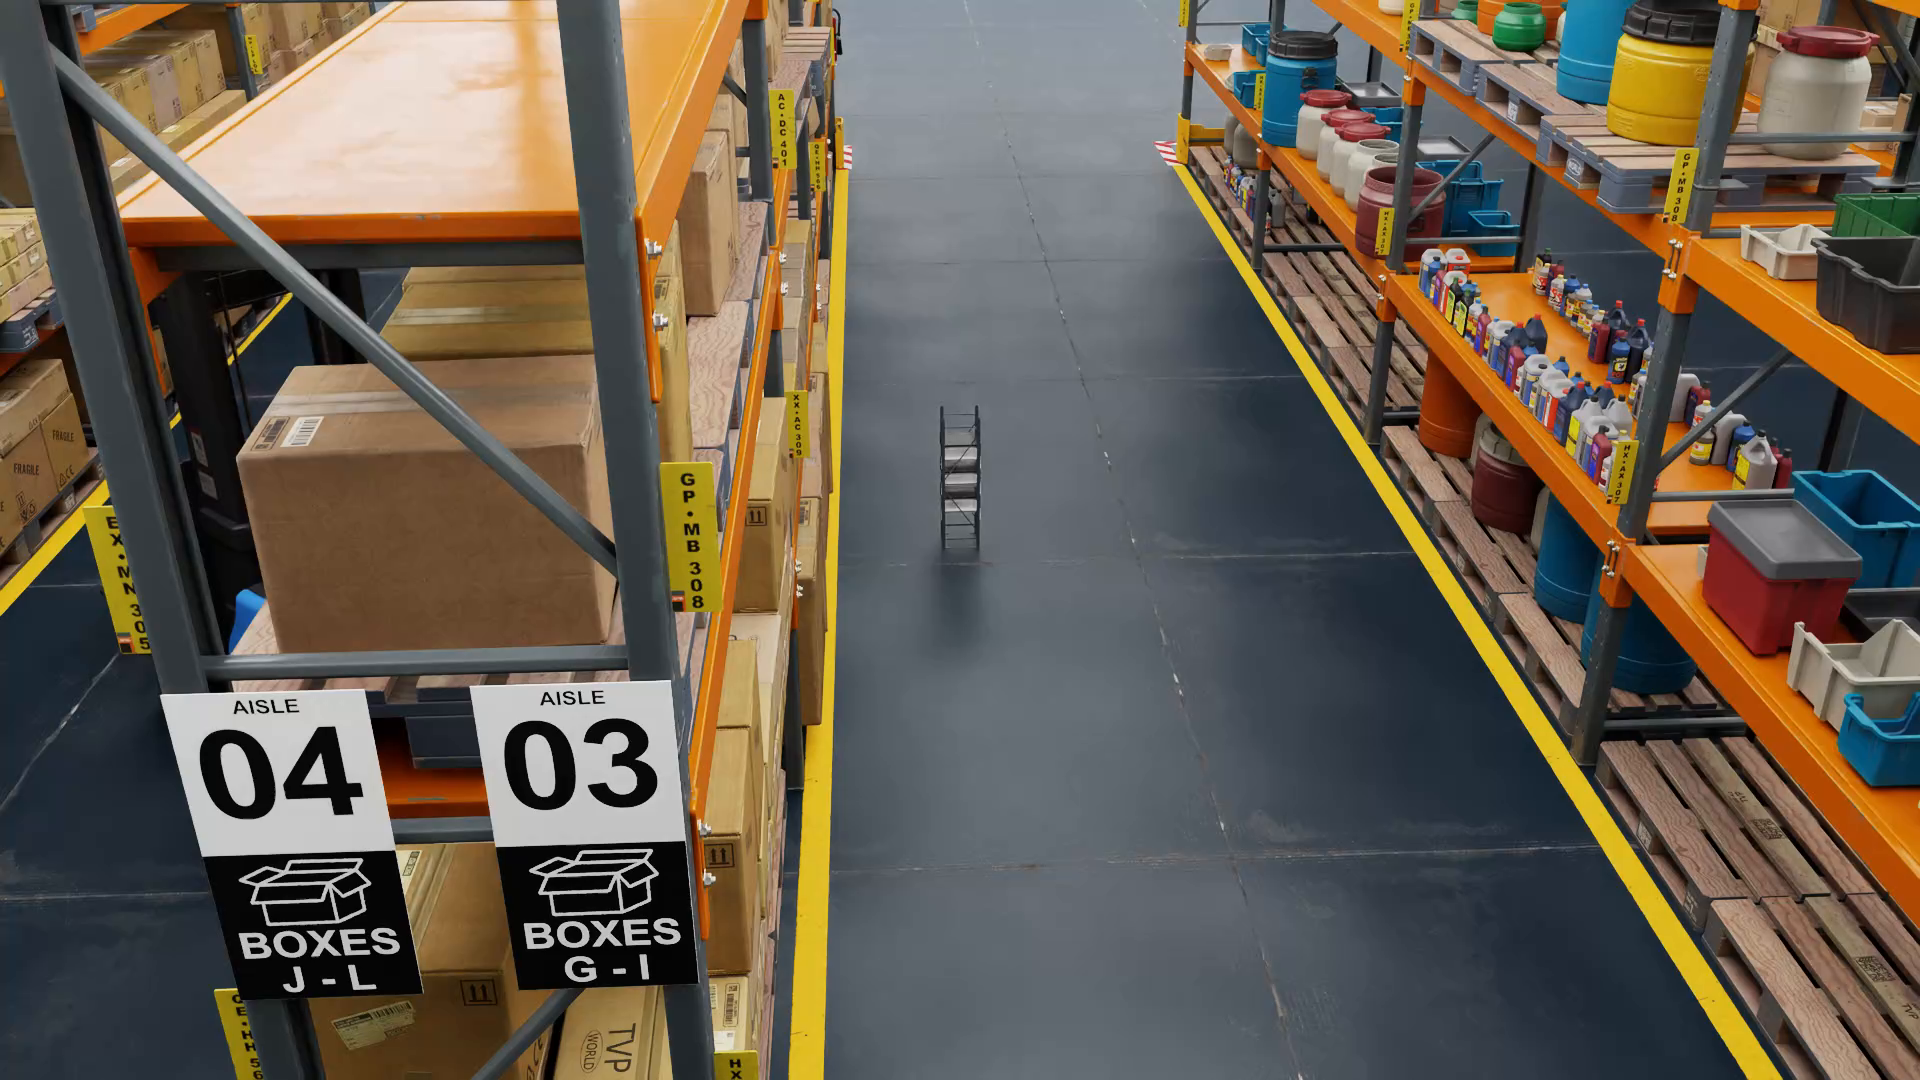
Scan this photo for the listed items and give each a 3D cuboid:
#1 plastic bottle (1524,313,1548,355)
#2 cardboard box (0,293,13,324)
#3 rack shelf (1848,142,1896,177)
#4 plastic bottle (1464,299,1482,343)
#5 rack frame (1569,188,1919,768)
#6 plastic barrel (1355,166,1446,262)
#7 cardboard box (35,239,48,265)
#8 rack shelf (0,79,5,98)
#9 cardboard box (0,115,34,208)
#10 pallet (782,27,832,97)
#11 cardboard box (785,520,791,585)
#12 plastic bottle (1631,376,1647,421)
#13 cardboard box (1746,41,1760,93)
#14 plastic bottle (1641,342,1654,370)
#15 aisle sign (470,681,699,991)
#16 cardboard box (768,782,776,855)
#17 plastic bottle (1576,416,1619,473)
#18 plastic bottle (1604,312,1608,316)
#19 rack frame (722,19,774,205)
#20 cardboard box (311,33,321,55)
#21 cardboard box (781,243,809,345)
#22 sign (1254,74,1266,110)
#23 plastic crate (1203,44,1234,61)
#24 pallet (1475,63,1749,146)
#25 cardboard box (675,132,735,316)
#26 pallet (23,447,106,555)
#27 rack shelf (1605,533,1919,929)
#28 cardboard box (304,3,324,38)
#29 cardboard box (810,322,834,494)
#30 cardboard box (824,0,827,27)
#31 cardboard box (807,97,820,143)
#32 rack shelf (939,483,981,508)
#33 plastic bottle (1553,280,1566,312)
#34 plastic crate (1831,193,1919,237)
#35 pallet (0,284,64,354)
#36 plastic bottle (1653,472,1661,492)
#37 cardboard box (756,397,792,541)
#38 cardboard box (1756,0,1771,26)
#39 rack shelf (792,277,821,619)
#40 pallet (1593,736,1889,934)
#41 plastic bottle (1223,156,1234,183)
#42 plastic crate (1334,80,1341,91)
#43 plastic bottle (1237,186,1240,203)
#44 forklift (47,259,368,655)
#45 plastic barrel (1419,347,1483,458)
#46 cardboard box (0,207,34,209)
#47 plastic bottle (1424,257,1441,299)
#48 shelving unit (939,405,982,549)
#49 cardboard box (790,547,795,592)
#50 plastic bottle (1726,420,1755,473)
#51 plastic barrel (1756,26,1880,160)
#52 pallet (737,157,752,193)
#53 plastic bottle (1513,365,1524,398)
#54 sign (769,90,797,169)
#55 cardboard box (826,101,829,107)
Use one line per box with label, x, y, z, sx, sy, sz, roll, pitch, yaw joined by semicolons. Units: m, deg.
plastic bottle;3.374;-1.175;9.813;0.144;0.351;0.185;-1;28;-3
cardboard box;-5.933;-1.370;9.950;0.380;0.149;0.250;-2;28;-3
rack shelf;8.295;-2.776;13.606;1.077;0.370;4.000;-1;28;-3
plastic bottle;3.175;-1.352;10.238;0.097;0.271;0.097;0;28;0
rack frame;3.662;-0.206;7.901;1.000;3.000;0.127;-1;28;-3
plastic barrel;3.126;-2.320;11.808;0.600;0.536;0.708;-1;28;-3
cardboard box;-5.971;-1.850;10.549;0.380;0.149;0.250;-1;28;-2
rack shelf;-6.347;-1.948;8.775;1.077;0.370;4.000;-1;28;-3
cardboard box;-6.465;-2.556;11.217;0.700;0.500;0.500;-2;28;-3
pallet;-1.407;-2.884;9.996;1.213;0.211;1.003;0;28;0
cardboard box;-0.999;0.046;7.259;0.500;0.250;0.500;-2;28;-4
plastic bottle;3.818;-0.798;9.170;0.152;0.276;0.135;-1;28;-3
cardboard box;8.105;-4.742;16.491;0.700;0.500;0.500;-1;28;-2
plastic bottle;3.974;-1.006;9.574;0.097;0.271;0.097;0;28;0
aisle sign;-0.772;0.634;3.479;0.394;0.787;0.004;-1;28;-3
cardboard box;-0.846;0.990;5.879;0.380;0.149;0.250;-2;28;-4
plastic bottle;3.299;-0.494;8.587;0.152;0.276;0.135;-1;28;-3
plastic bottle;3.960;-1.297;10.119;0.061;0.283;0.133;-1;28;-3
rack frame;-1.285;-2.746;6.284;1.000;3.000;0.127;-1;28;-3
cardboard box;-6.782;-4.692;16.341;0.875;0.550;0.500;-1;28;-3
cardboard box;-1.200;-1.526;10.323;0.500;0.500;0.500;-2;28;-3
sign;2.694;-4.015;14.905;0.100;0.325;0.005;-1;28;-3
plastic crate;2.761;-5.210;17.780;0.298;0.136;0.250;-1;28;-3
pallet;3.461;-2.335;8.945;1.003;0.211;1.213;-1;28;-3
cardboard box;-1.160;-1.083;5.668;0.700;0.500;0.500;0;28;0
pallet;-6.412;-0.263;11.026;1.003;0.211;1.213;-1;28;-3
rack shelf;3.766;1.037;6.296;1.077;0.370;4.000;-1;28;-3
cardboard box;-6.717;-5.173;16.094;0.875;0.550;0.500;-1;28;-3
cardboard box;-1.478;-0.858;10.996;1.225;0.875;0.875;-3;28;-5
cardboard box;-1.525;-5.076;15.728;0.500;0.500;0.500;-1;28;-3
cardboard box;-1.519;-3.214;13.104;0.797;0.503;0.637;1;28;3
rack shelf;0.000;-0.286;10.592;0.258;0.077;0.200;-1;28;-3
plastic bottle;3.905;-1.583;10.757;0.097;0.201;0.097;0;28;0
plastic crate;3.986;-1.253;6.895;0.450;0.188;0.662;-1;28;-3
pallet;-6.308;-1.449;10.492;1.213;0.211;1.003;-1;28;-3
plastic bottle;3.442;-0.304;8.303;0.097;0.201;0.097;0;28;0
cardboard box;-0.993;-0.278;7.070;0.500;0.500;0.500;-1;28;-1
cardboard box;8.108;-5.307;16.171;0.700;0.500;0.500;-1;28;-3
rack shelf;-1.389;-0.691;9.609;1.077;0.370;4.000;-1;28;-3
pallet;3.739;1.369;7.897;1.003;0.211;1.213;-1;28;-3
plastic bottle;2.819;-3.888;17.436;0.097;0.271;0.097;0;28;0
plastic crate;3.344;-4.118;15.468;0.767;0.338;0.504;-1;28;-3
plastic bottle;2.858;-3.512;16.790;0.097;0.201;0.097;0;28;0
forklift;-3.677;-0.490;8.520;3.031;2.935;1.130;22;34;35
plastic barrel;3.495;-1.052;11.415;0.600;0.830;0.708;-1;28;-3
cardboard box;-6.206;-2.119;11.460;0.500;0.500;0.500;-1;28;-2
plastic bottle;3.131;-1.734;10.970;0.097;0.271;0.097;0;28;0
shelving unit;0.000;-0.395;10.535;0.258;0.900;0.210;-1;28;-3
cardboard box;-0.941;0.158;7.475;0.380;0.149;0.250;-1;28;-2
plastic bottle;4.032;-0.488;8.581;0.097;0.271;0.097;0;28;0
plastic barrel;3.885;-2.031;7.556;0.433;0.535;0.433;0;28;0
pallet;-1.382;-1.754;7.832;0.805;0.209;1.217;-2;28;-5
plastic bottle;3.220;-0.916;9.477;0.097;0.201;0.097;0;28;0
sign;-0.730;-1.695;6.867;0.100;0.325;0.005;-1;28;-3
cardboard box;-1.448;-4.238;15.904;0.380;0.149;0.250;-1;28;-3
